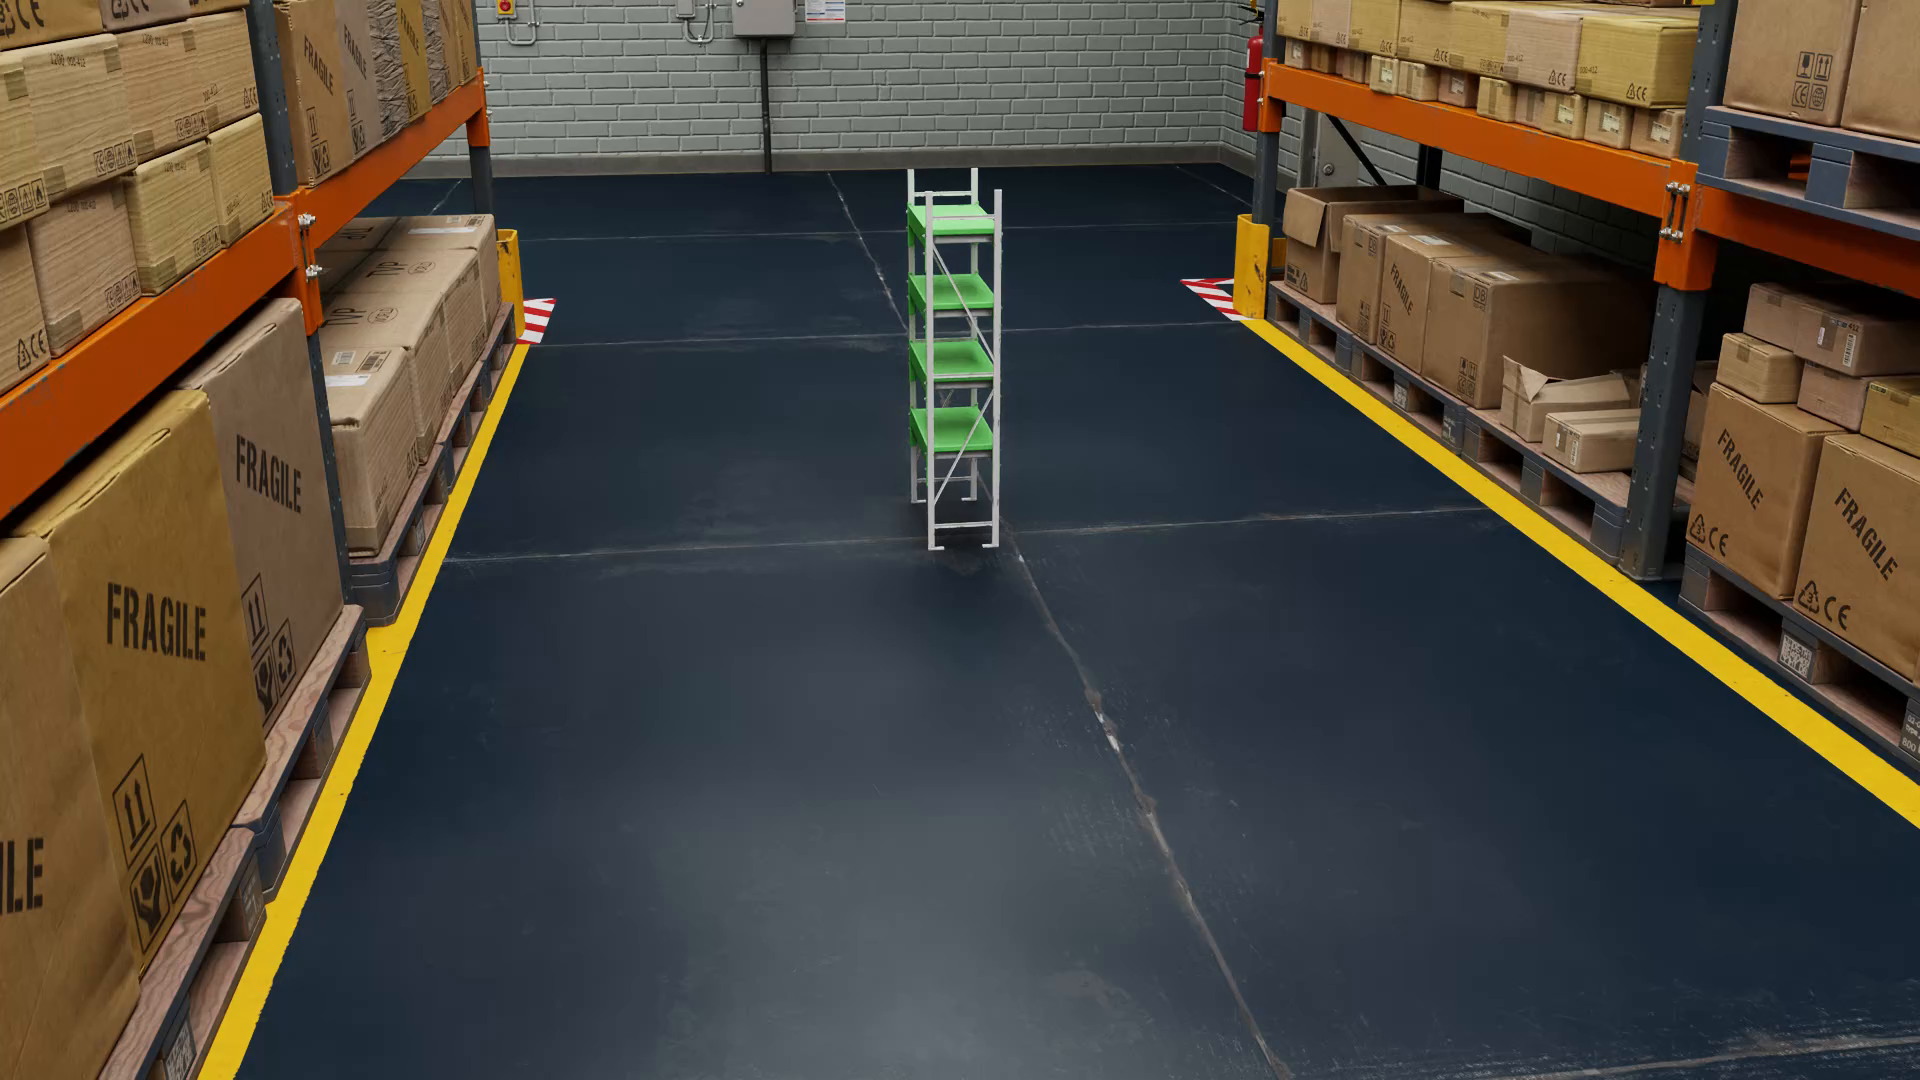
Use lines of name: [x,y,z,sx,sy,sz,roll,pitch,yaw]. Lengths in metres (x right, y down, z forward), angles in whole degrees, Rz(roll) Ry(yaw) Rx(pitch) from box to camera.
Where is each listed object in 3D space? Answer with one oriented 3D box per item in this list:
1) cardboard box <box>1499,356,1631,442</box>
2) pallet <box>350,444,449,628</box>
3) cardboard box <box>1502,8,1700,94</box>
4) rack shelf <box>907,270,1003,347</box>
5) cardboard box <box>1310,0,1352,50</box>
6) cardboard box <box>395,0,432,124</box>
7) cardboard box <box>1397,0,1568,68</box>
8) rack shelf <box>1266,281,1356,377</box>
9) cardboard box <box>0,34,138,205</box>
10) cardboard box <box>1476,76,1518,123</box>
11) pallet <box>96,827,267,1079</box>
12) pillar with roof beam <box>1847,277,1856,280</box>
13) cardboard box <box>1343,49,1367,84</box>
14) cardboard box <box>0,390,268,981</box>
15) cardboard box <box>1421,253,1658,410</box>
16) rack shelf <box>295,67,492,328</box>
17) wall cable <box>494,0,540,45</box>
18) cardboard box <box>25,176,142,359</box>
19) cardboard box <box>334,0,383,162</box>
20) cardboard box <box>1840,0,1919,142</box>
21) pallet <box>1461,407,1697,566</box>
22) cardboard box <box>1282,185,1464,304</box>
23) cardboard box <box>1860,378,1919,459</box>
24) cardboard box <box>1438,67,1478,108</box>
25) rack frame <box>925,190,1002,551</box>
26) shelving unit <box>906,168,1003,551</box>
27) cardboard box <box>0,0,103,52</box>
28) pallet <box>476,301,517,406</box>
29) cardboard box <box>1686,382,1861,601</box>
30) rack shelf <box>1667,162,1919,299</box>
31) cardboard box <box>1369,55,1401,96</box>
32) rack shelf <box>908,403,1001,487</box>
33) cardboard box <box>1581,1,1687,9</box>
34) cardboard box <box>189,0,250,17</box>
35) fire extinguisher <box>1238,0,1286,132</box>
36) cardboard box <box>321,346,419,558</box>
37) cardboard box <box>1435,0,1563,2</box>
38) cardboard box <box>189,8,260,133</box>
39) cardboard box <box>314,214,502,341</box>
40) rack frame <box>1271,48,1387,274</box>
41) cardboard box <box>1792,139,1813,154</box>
cardboard box: [2.234,-0.528,6.151,0.396,0.266,0.258,-2,21,-6]
pallet: [-2.287,-0.020,5.468,1.003,0.211,1.213,-3,21,-8]
cardboard box: [2.254,-1.717,5.814,0.500,0.250,0.500,-3,21,-8]
rack shelf: [-0.024,-0.784,5.598,0.258,0.148,0.480,-3,21,-8]
cardboard box: [1.951,-2.419,7.696,0.500,0.250,0.500,-3,21,-7]
cardboard box: [-2.272,-1.807,6.124,0.500,0.500,0.500,-2,21,-6]
cardboard box: [2.122,-2.068,6.756,0.500,0.250,0.500,-3,21,-9]
rack shelf: [-11.733,0.255,1.034,30.696,2.800,11.642,-3,21,-8]
cardboard box: [-1.791,-0.731,2.886,0.500,0.250,0.500,-2,21,-6]
cardboard box: [2.164,-1.648,6.200,0.380,0.149,0.250,-3,21,-9]
pallet: [-1.890,0.934,2.914,1.003,0.211,1.213,-3,21,-8]
pillar with roof beam: [-0.812,-4.190,4.075,9.100,9.000,0.400,-3,21,-8]
cardboard box: [1.986,-2.185,7.638,0.380,0.149,0.250,-2,21,-6]
cardboard box: [-1.949,0.263,3.163,0.875,0.875,0.875,-2,21,-6]
cardboard box: [2.308,-0.847,6.670,0.700,0.500,0.500,-4,21,-10]
rack shelf: [-2.543,-1.415,6.244,1.077,0.370,4.000,-3,21,-8]
wall cable: [-3.668,-4.886,13.013,0.585,1.953,0.123,-3,21,-8]
cardboard box: [-1.815,-0.494,2.966,0.500,0.250,0.500,-3,21,-9]
cardboard box: [-2.132,-1.456,5.185,0.500,0.500,0.500,-3,21,-7]
cardboard box: [2.579,-1.196,3.889,0.700,0.500,0.500,-3,21,-7]
pallet: [2.558,-0.242,6.063,1.003,0.211,1.213,-3,21,-8]
cardboard box: [2.074,-1.506,8.430,0.797,0.503,0.637,-4,21,-10]
cardboard box: [2.609,-0.322,4.338,0.380,0.149,0.250,-4,21,-11]
cardboard box: [2.155,-1.826,6.677,0.380,0.149,0.250,-3,21,-8]
rack frame: [0.011,-0.535,5.433,0.240,1.200,0.015,-3,21,-8]
shelving unit: [-0.024,-0.619,5.660,0.258,1.200,0.503,-3,21,-8]
cardboard box: [-1.807,-1.077,2.741,0.500,0.500,0.500,-2,21,-6]
pallet: [-2.639,-0.865,7.730,1.003,0.211,1.213,-3,21,-8]
cardboard box: [2.503,-0.158,4.823,0.500,0.500,0.500,-2,21,-5]
rack shelf: [2.944,-0.281,3.210,1.077,0.370,4.000,-3,21,-8]
cardboard box: [1.992,-2.002,7.148,0.380,0.149,0.250,-4,21,-9]
rack shelf: [-0.024,-0.335,5.766,0.258,0.148,0.480,-3,21,-8]
cardboard box: [2.700,-1.917,6.351,0.500,0.250,0.500,-2,21,-7]
cardboard box: [-1.942,-1.432,3.692,0.500,0.500,0.500,-2,21,-6]
fire extinguisher: [1.601,-2.512,8.799,0.296,0.674,0.183,-3,21,-8]
cardboard box: [-2.239,-0.278,5.236,0.875,0.438,0.875,-3,21,-9]
cardboard box: [2.095,-2.426,6.642,0.500,0.500,0.500,-2,21,-6]
cardboard box: [-1.951,-1.083,3.828,0.500,0.250,0.500,-3,21,-8]
cardboard box: [-2.638,-1.217,7.749,0.875,0.438,0.875,-4,21,-10]
rack frame: [2.076,-2.695,8.646,0.949,2.616,0.053,-3,21,-8]
cardboard box: [2.878,-1.323,5.331,0.380,0.149,0.250,-3,21,-8]
